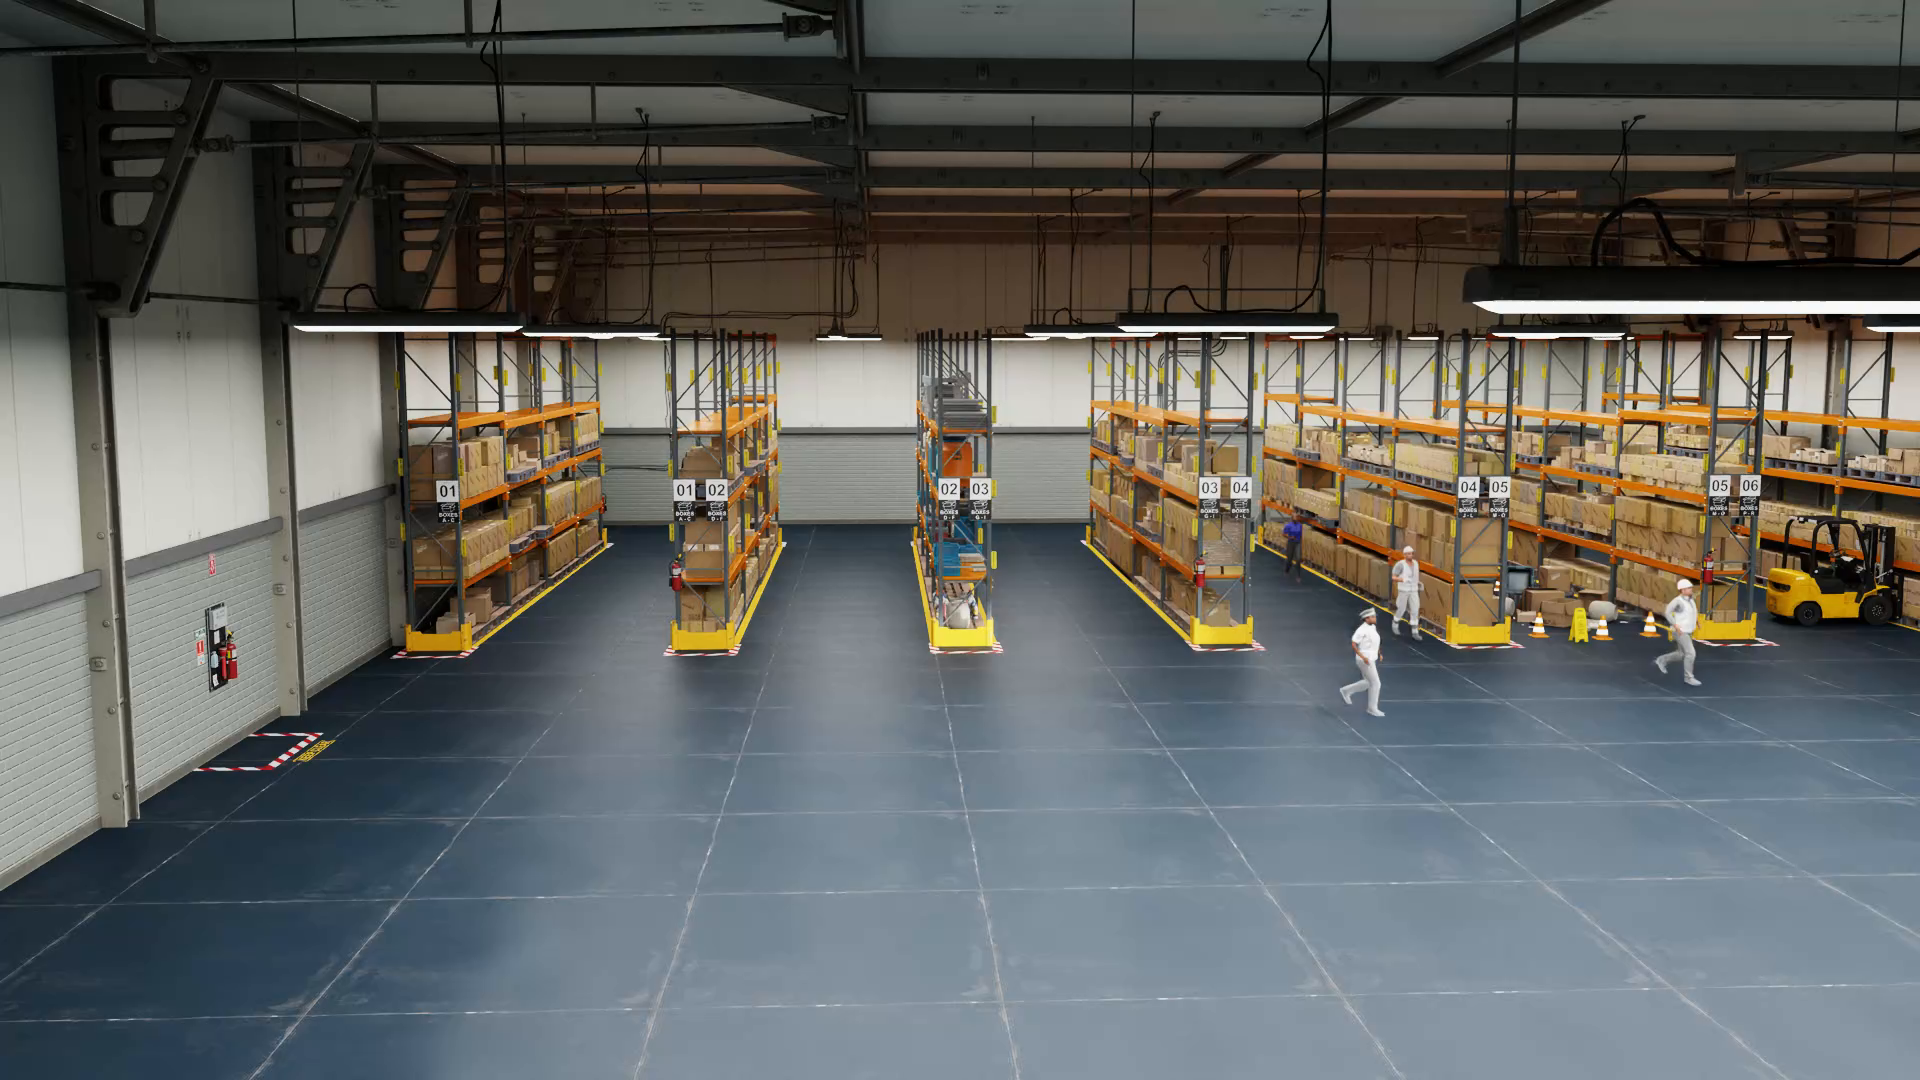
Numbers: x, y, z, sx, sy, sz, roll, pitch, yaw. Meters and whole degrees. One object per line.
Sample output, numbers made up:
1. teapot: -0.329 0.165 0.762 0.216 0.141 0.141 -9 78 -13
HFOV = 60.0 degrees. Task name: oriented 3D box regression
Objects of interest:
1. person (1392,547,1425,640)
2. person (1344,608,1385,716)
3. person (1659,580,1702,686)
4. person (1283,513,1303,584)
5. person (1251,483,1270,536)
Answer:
1. person: 8.674 1.016 32.200 0.670 1.770 0.913 -1 7 -12
2. person: 6.304 1.872 25.821 0.665 1.670 0.599 4 8 32
3. person: 12.246 1.549 28.206 0.678 1.759 0.788 -6 9 -43
4. person: 8.055 0.175 40.164 0.573 1.677 0.864 -1 7 -7
5. person: 8.964 -0.856 48.900 0.860 1.699 0.580 -1 7 -11
